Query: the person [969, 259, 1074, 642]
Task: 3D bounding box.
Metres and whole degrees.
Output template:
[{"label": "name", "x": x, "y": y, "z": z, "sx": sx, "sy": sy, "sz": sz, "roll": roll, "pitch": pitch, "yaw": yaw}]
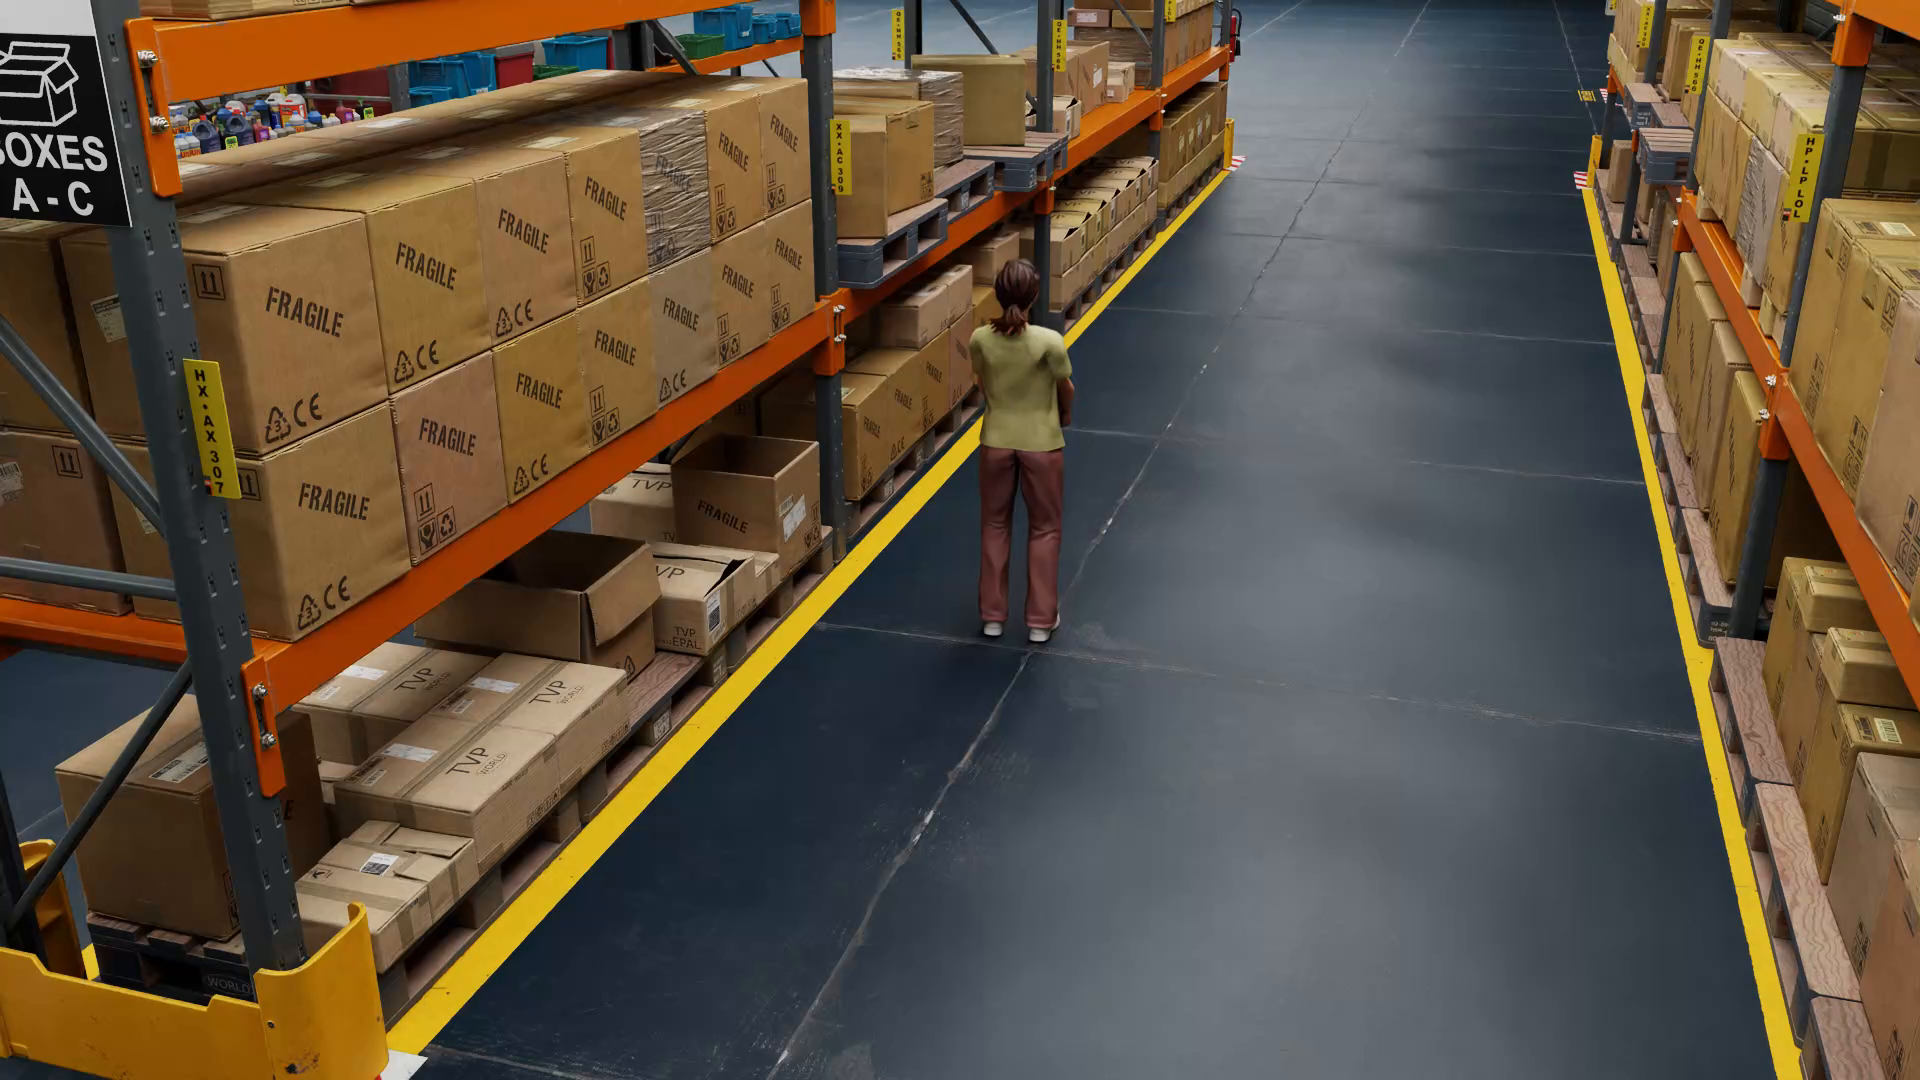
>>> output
[{"label": "person", "x": 0.271, "y": -0.397, "z": 7.087, "sx": 0.426, "sy": 1.665, "sz": 0.549, "roll": 6, "pitch": 23, "yaw": 14}]
